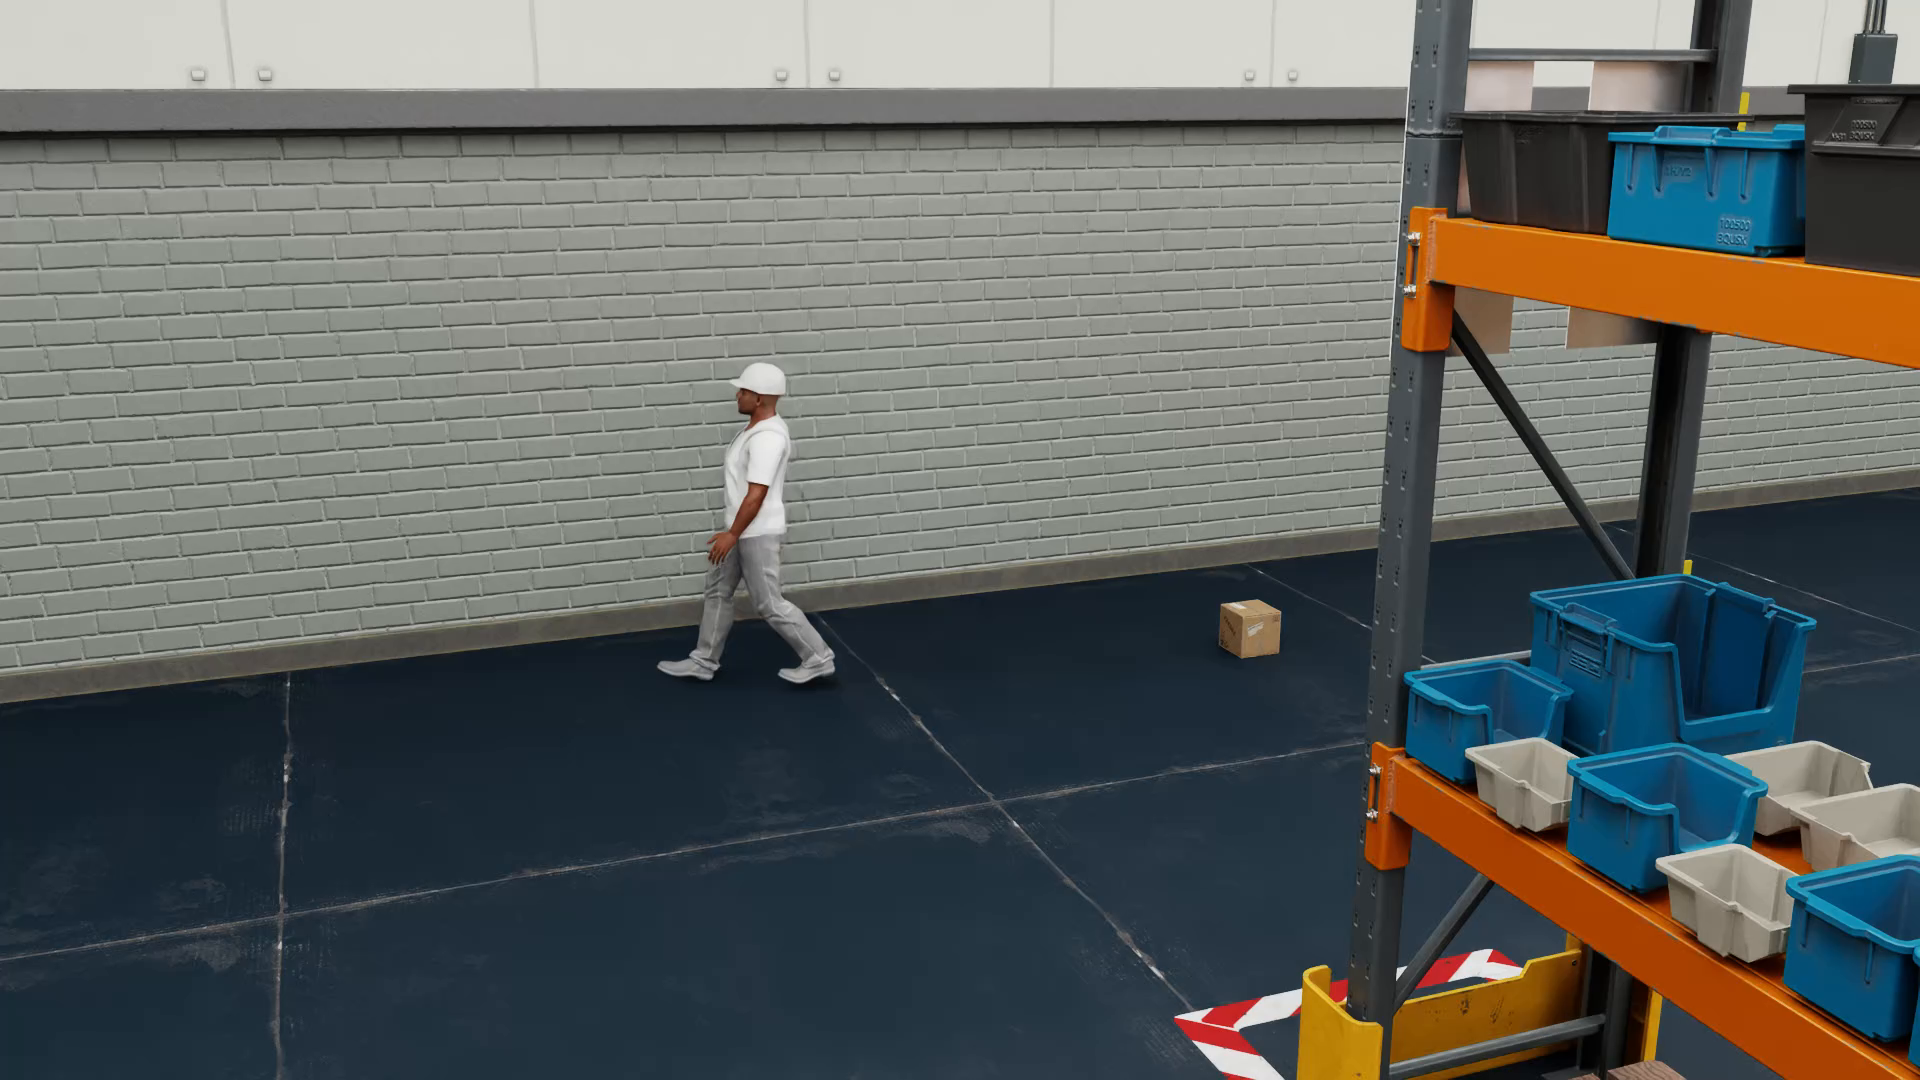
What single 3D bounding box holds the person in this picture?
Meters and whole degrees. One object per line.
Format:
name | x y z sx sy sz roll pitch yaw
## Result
person | -1.146 -0.062 8.711 0.937 1.732 0.569 -3 16 -12
